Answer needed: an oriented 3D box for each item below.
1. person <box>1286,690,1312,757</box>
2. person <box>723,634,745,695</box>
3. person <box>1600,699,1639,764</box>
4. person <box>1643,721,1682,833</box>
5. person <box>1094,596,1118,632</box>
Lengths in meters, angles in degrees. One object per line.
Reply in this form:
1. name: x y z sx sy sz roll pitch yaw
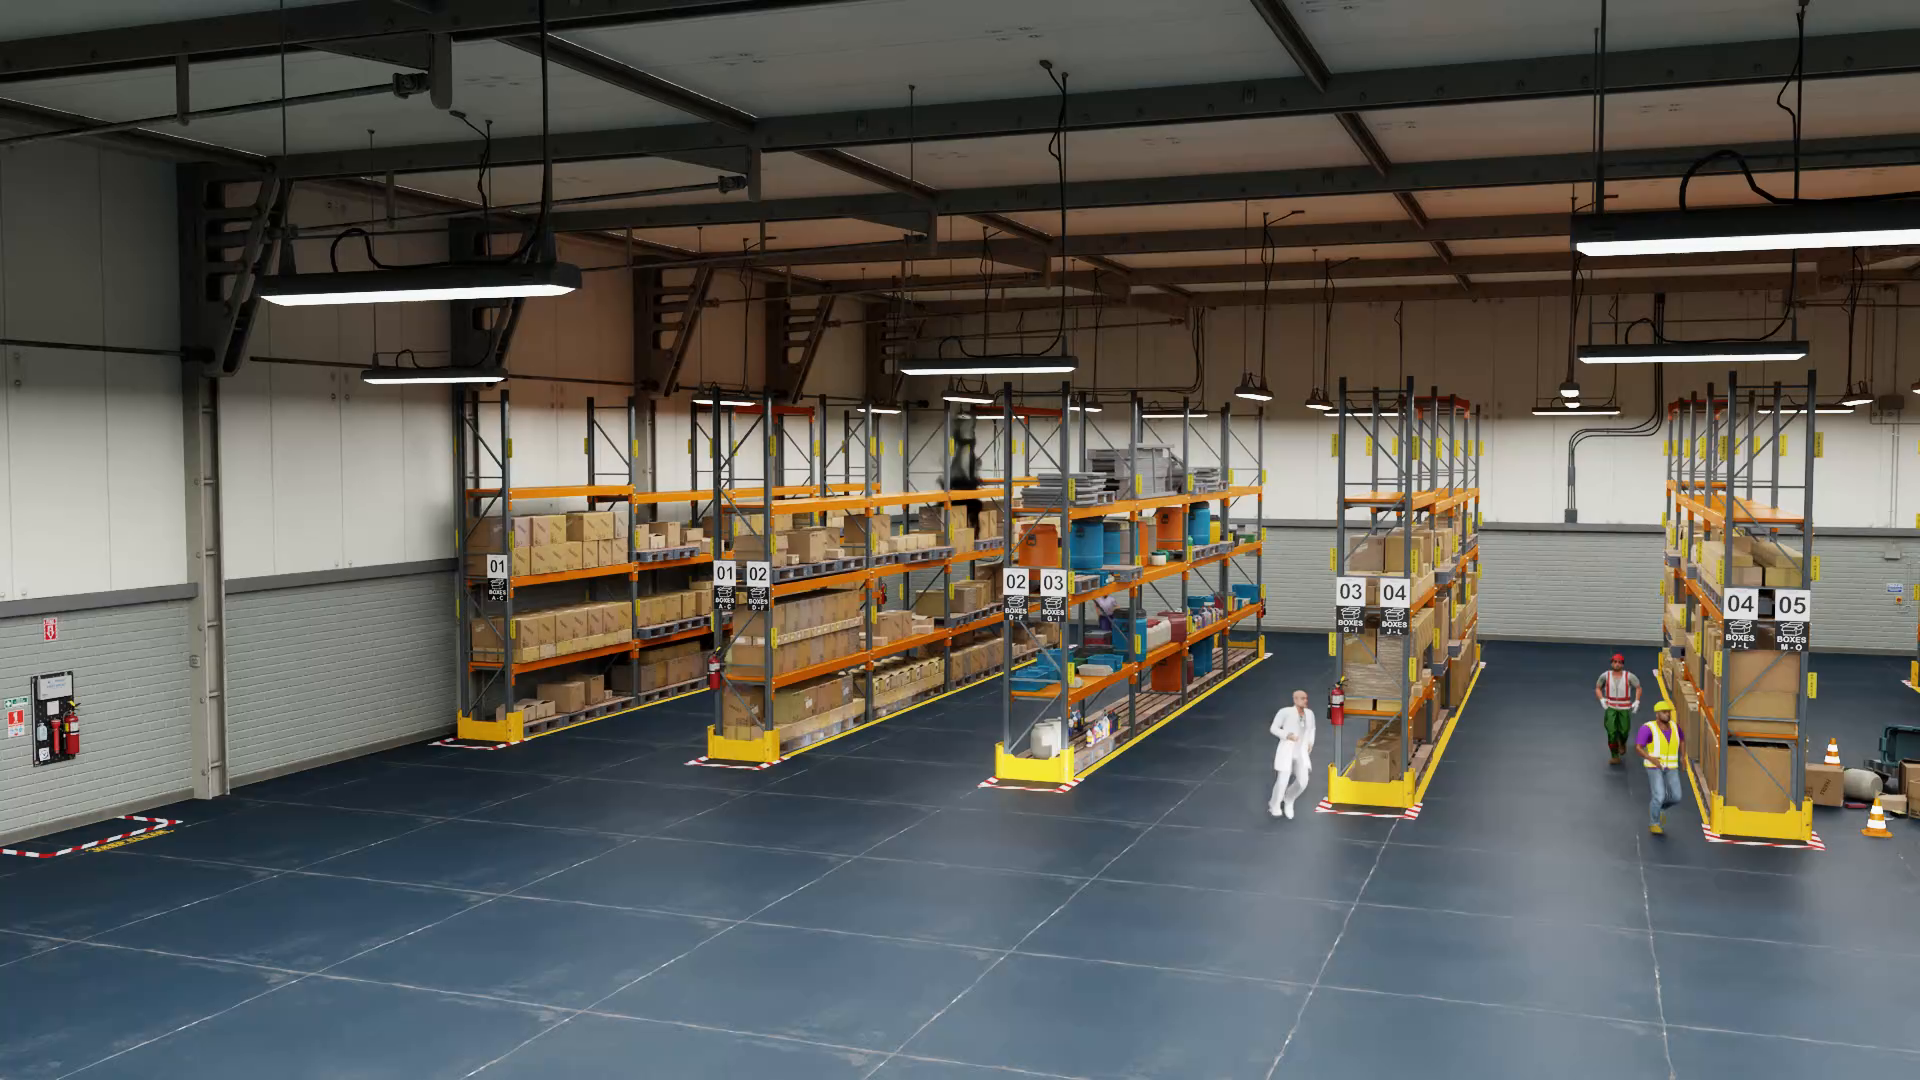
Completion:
1. person: 4.567 2.494 22.468 0.675 0.906 0.625 -1 3 -10
2. person: -4.002 2.457 29.492 0.546 1.568 0.638 1 3 13
3. person: 10.501 3.031 26.485 0.579 1.031 0.622 1 3 22
4. person: 9.108 3.076 21.620 0.434 1.455 0.534 0 3 -6
5. person: 3.538 2.066 40.254 0.582 1.482 0.858 0 3 7
